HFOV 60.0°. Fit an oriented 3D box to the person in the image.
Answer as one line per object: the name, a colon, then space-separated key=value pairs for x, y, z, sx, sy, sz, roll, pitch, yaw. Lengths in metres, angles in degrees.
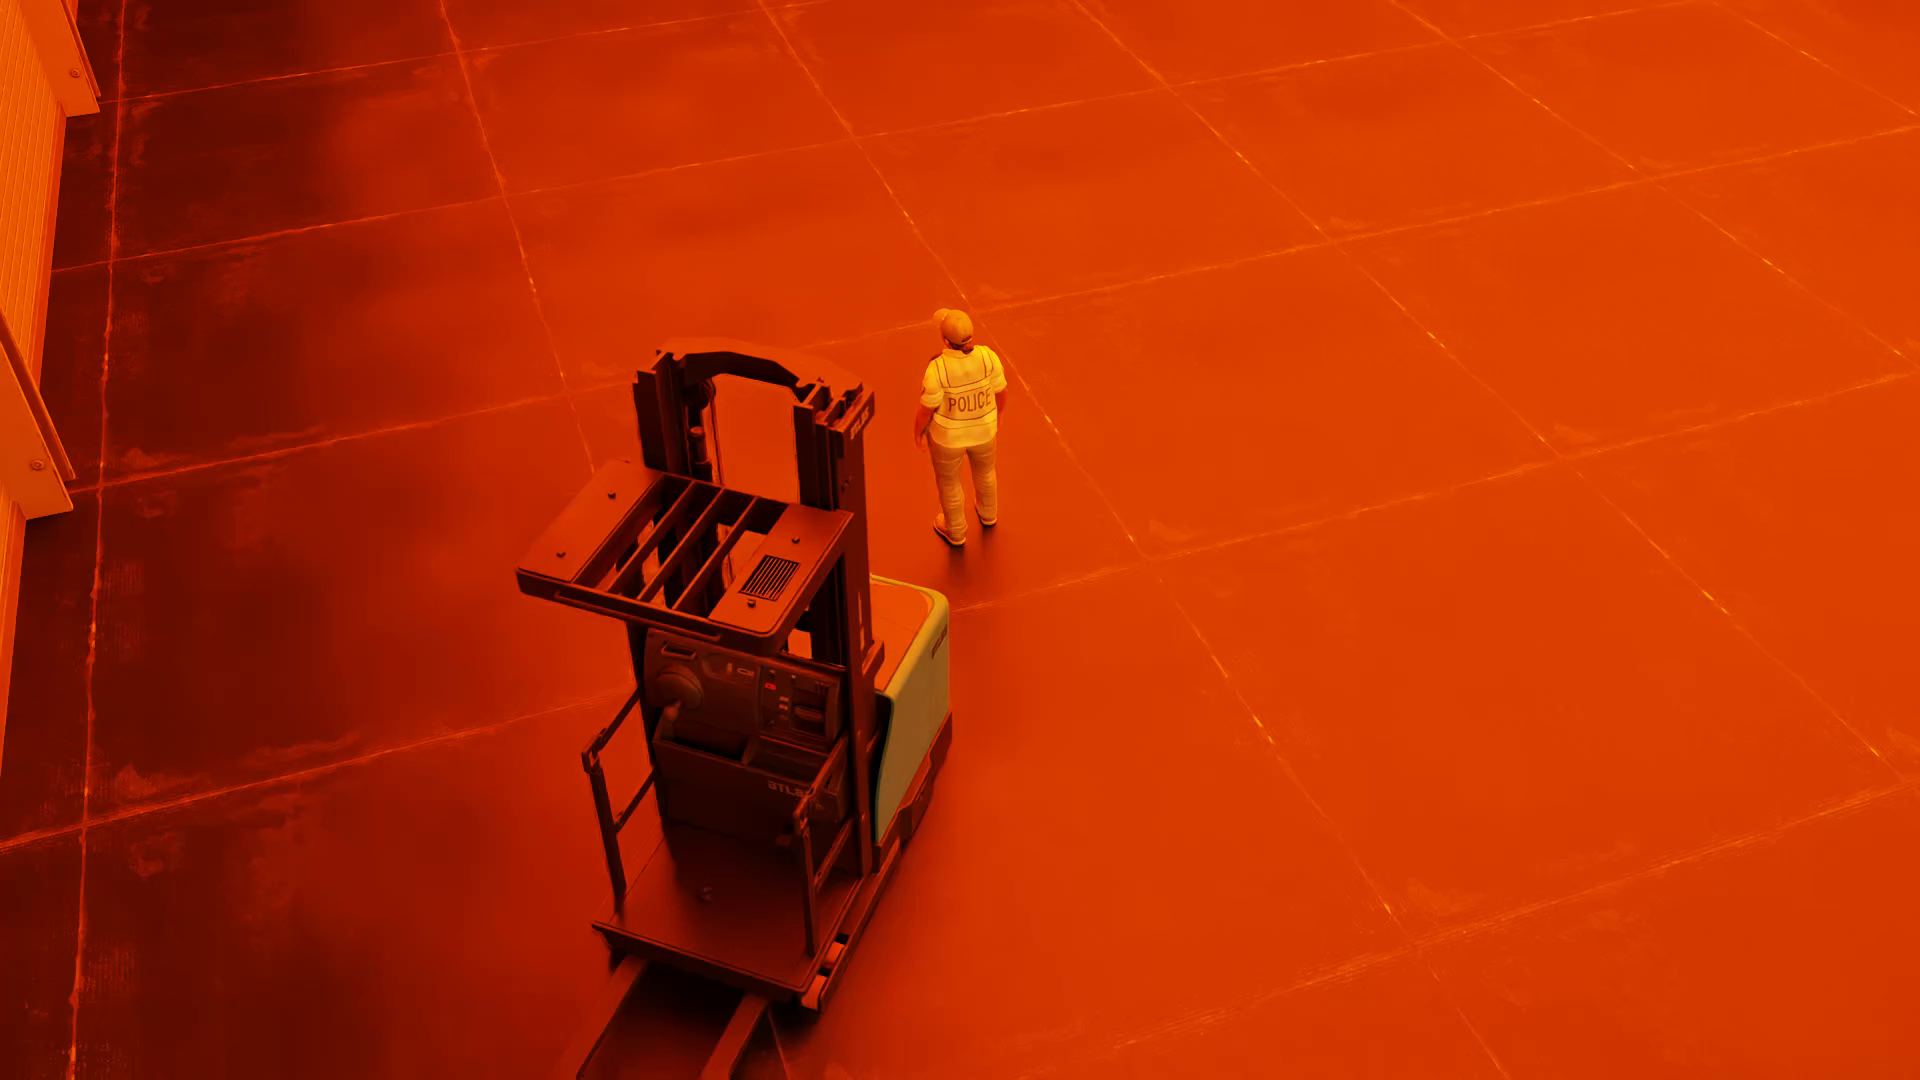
person: x=-0.005 y=-0.696 z=9.796 sx=0.598 sy=1.670 sz=0.529 roll=-13 pitch=42 yaw=-15

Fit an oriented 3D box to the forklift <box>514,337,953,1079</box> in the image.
forklift: x=-1.030 y=0.743 z=7.112 sx=1.130 sy=2.935 sz=3.031 roll=13 pitch=42 yaw=16
